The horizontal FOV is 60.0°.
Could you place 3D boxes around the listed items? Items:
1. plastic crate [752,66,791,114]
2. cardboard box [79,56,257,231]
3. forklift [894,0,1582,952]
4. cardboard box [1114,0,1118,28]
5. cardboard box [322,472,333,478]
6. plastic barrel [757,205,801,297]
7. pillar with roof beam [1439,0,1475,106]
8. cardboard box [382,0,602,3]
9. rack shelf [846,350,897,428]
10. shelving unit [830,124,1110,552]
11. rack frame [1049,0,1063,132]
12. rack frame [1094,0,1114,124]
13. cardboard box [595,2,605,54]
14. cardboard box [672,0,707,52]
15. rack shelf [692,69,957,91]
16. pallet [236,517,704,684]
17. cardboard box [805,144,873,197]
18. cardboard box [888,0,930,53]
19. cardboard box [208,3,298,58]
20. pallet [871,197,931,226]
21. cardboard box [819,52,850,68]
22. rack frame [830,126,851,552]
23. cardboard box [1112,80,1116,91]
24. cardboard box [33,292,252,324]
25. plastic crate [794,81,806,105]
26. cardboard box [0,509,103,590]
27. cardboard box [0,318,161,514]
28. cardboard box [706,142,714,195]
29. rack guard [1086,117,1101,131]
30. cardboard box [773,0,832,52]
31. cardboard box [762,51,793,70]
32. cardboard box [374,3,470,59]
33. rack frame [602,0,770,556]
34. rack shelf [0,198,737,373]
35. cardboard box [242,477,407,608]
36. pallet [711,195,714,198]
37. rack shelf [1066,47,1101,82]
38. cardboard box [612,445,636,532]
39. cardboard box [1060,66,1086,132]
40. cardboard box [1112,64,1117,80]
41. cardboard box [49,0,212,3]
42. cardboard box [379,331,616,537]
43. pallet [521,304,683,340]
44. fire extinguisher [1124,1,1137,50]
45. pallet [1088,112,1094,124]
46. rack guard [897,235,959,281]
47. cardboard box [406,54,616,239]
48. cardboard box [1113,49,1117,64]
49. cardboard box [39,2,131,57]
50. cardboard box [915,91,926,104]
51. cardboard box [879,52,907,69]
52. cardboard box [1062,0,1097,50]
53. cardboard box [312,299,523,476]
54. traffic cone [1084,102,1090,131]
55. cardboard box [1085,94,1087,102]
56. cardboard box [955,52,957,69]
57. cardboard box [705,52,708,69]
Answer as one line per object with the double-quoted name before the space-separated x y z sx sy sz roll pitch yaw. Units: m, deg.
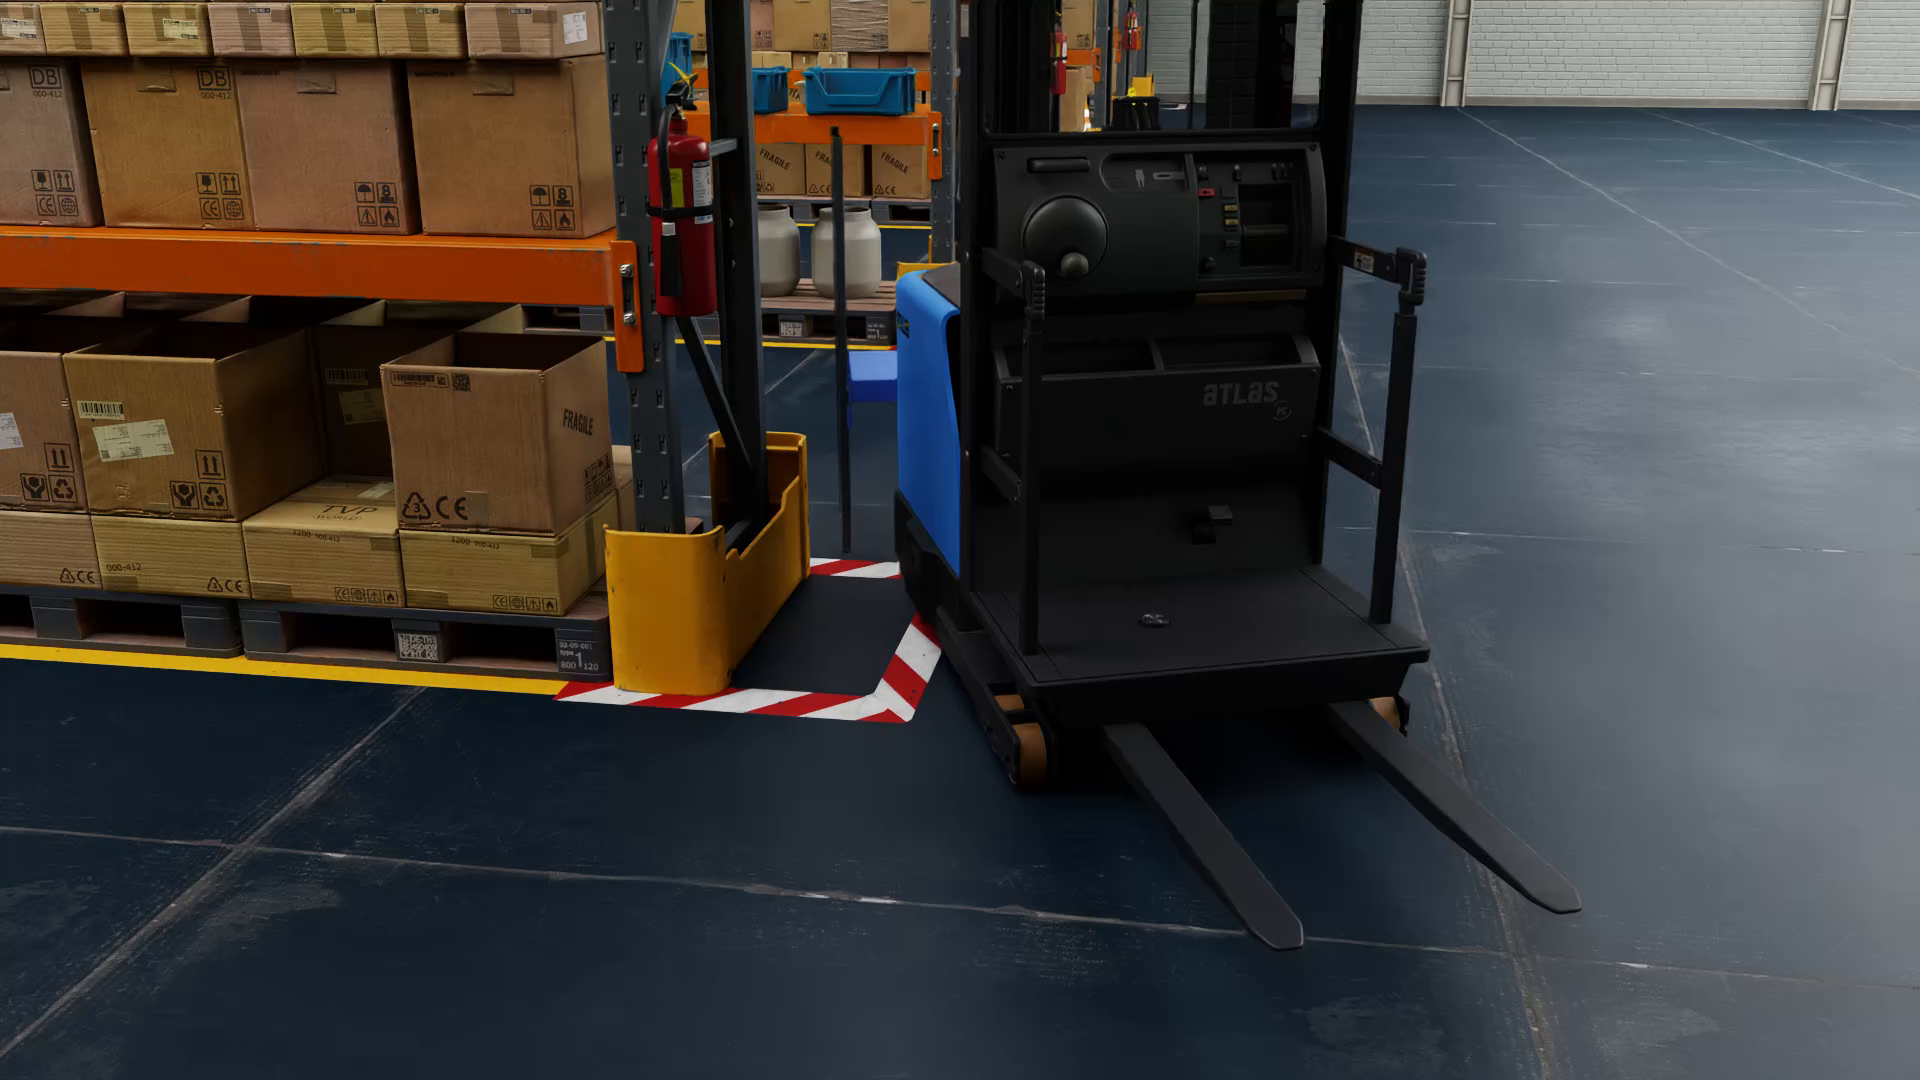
"plastic crate" -1.205 -2.596 9.570 0.408 0.251 0.499 3 19 9
"cardboard box" -2.280 -1.276 5.231 0.500 0.500 0.700 3 19 9
"forklift" 0.597 -0.876 4.302 1.130 2.935 3.031 -4 19 -12
"cardboard box" 2.591 -8.902 28.025 0.500 0.500 0.500 3 19 7
"cardboard box" -2.294 -0.190 5.817 0.500 0.250 0.500 3 19 9
"plastic barrel" -1.180 -1.755 10.079 0.421 0.512 0.421 0 18 0
"pillar with roof beam" 7.815 -10.424 23.276 0.400 9.000 9.100 3 19 9
"cardboard box" -1.324 -1.842 4.879 0.500 0.500 0.700 3 19 9
"rack shelf" 0.064 -0.590 6.270 1.000 0.185 0.538 -2 19 -5
"shelving unit" 0.064 -0.761 6.213 1.048 1.500 0.538 -2 19 -5
"rack frame" 0.763 -4.253 14.285 0.127 3.000 1.000 3 19 9
"rack frame" 1.649 -5.801 18.914 0.127 3.000 1.000 3 19 9
"cardboard box" -1.166 -1.591 5.152 0.250 0.149 0.380 3 19 8
"cardboard box" -2.264 -4.564 14.590 0.500 0.500 0.875 3 19 9
"rack shelf" -1.212 -4.012 14.700 4.000 0.370 1.077 3 19 9
"pallet" -1.574 0.148 5.529 1.213 0.211 1.003 3 19 9
"cardboard box" -1.062 -3.360 14.895 0.500 0.500 0.500 5 19 14
"cardboard box" -0.289 -4.465 14.294 0.500 0.500 0.875 3 19 9
"cardboard box" -1.979 -1.503 4.887 0.250 0.149 0.380 3 19 9
"pallet" -0.109 -2.986 14.895 1.213 0.211 1.003 3 19 9
"cardboard box" -1.049 -4.126 14.302 0.250 0.149 0.380 3 19 9
"rack frame" -0.442 -0.745 6.167 0.032 1.500 0.500 -2 19 -5
"cardboard box" 2.604 -7.732 28.357 0.500 0.250 0.500 3 19 9
"cardboard box" -2.787 -0.573 5.778 0.500 0.500 0.500 3 19 9
"plastic crate" -0.856 -2.722 10.126 0.250 0.136 0.298 3 19 9
"cardboard box" -2.872 -0.051 5.399 0.500 0.250 0.500 3 19 9
"cardboard box" -2.872 -0.405 5.276 0.500 0.500 0.500 3 19 9
"cardboard box" -2.231 -3.409 15.040 0.500 0.500 0.500 9 21 26
"rack guard" 1.673 -4.615 19.307 0.348 0.500 1.175 3 19 9
"cardboard box" -1.267 -4.532 14.495 0.500 0.500 0.875 3 19 9
"cardboard box" -1.539 -4.158 14.400 0.250 0.149 0.380 3 19 9
"cardboard box" -1.478 -1.477 4.809 0.250 0.149 0.380 3 19 10
"rack frame" -0.812 -1.149 5.011 0.127 3.000 1.000 3 19 9
"rack shelf" -2.787 -0.909 5.426 4.000 0.370 1.077 3 19 9
"cardboard box" -1.884 0.000 5.248 0.500 0.250 0.500 3 19 9
"pallet" -2.518 -3.109 15.262 1.213 0.211 1.003 3 19 9
"rack shelf" -0.326 -5.561 19.329 4.000 0.370 1.077 3 19 9
"cardboard box" -1.307 -0.141 5.669 0.500 0.250 0.500 3 19 9
"cardboard box" 0.969 -5.006 19.225 0.875 0.875 0.875 3 19 9
"cardboard box" 2.588 -7.971 28.283 0.500 0.250 0.500 3 19 8
"cardboard box" -2.341 -1.892 5.028 0.500 0.500 0.700 3 19 9
"cardboard box" -1.389 -0.334 5.063 0.500 0.500 0.500 3 19 9
"pallet" -2.108 -1.472 10.371 1.213 0.211 1.003 3 19 9
"fire extinguisher" 2.374 -7.170 23.128 0.183 0.674 0.296 3 19 9
"pallet" 1.463 -6.091 24.174 1.213 0.211 1.003 3 19 9
"rack guard" -0.105 -1.505 10.012 0.348 0.500 1.175 3 19 9
"cardboard box" -1.271 -1.224 5.077 0.500 0.500 0.700 3 19 9
"cardboard box" 2.614 -8.207 28.201 0.500 0.250 0.500 4 19 10
"cardboard box" -2.498 -1.529 4.964 0.250 0.149 0.380 3 19 10
"cardboard box" -0.800 -5.097 19.494 0.875 0.875 0.875 3 19 9
"cardboard box" -0.538 -4.135 14.331 0.250 0.149 0.380 3 19 9
"cardboard box" 1.276 -5.877 18.904 0.550 0.550 0.875 3 19 9
"cardboard box" -1.801 -0.521 5.624 0.500 0.500 0.500 3 19 9
"traffic cone" 1.705 -5.772 22.824 0.334 0.463 0.336 3 19 9
"cardboard box" 1.582 -6.380 24.314 0.500 0.250 0.500 3 19 8
"cardboard box" -0.053 -4.092 14.202 0.250 0.149 0.380 3 19 9
"cardboard box" -2.038 -4.174 14.447 0.250 0.149 0.380 3 19 9
